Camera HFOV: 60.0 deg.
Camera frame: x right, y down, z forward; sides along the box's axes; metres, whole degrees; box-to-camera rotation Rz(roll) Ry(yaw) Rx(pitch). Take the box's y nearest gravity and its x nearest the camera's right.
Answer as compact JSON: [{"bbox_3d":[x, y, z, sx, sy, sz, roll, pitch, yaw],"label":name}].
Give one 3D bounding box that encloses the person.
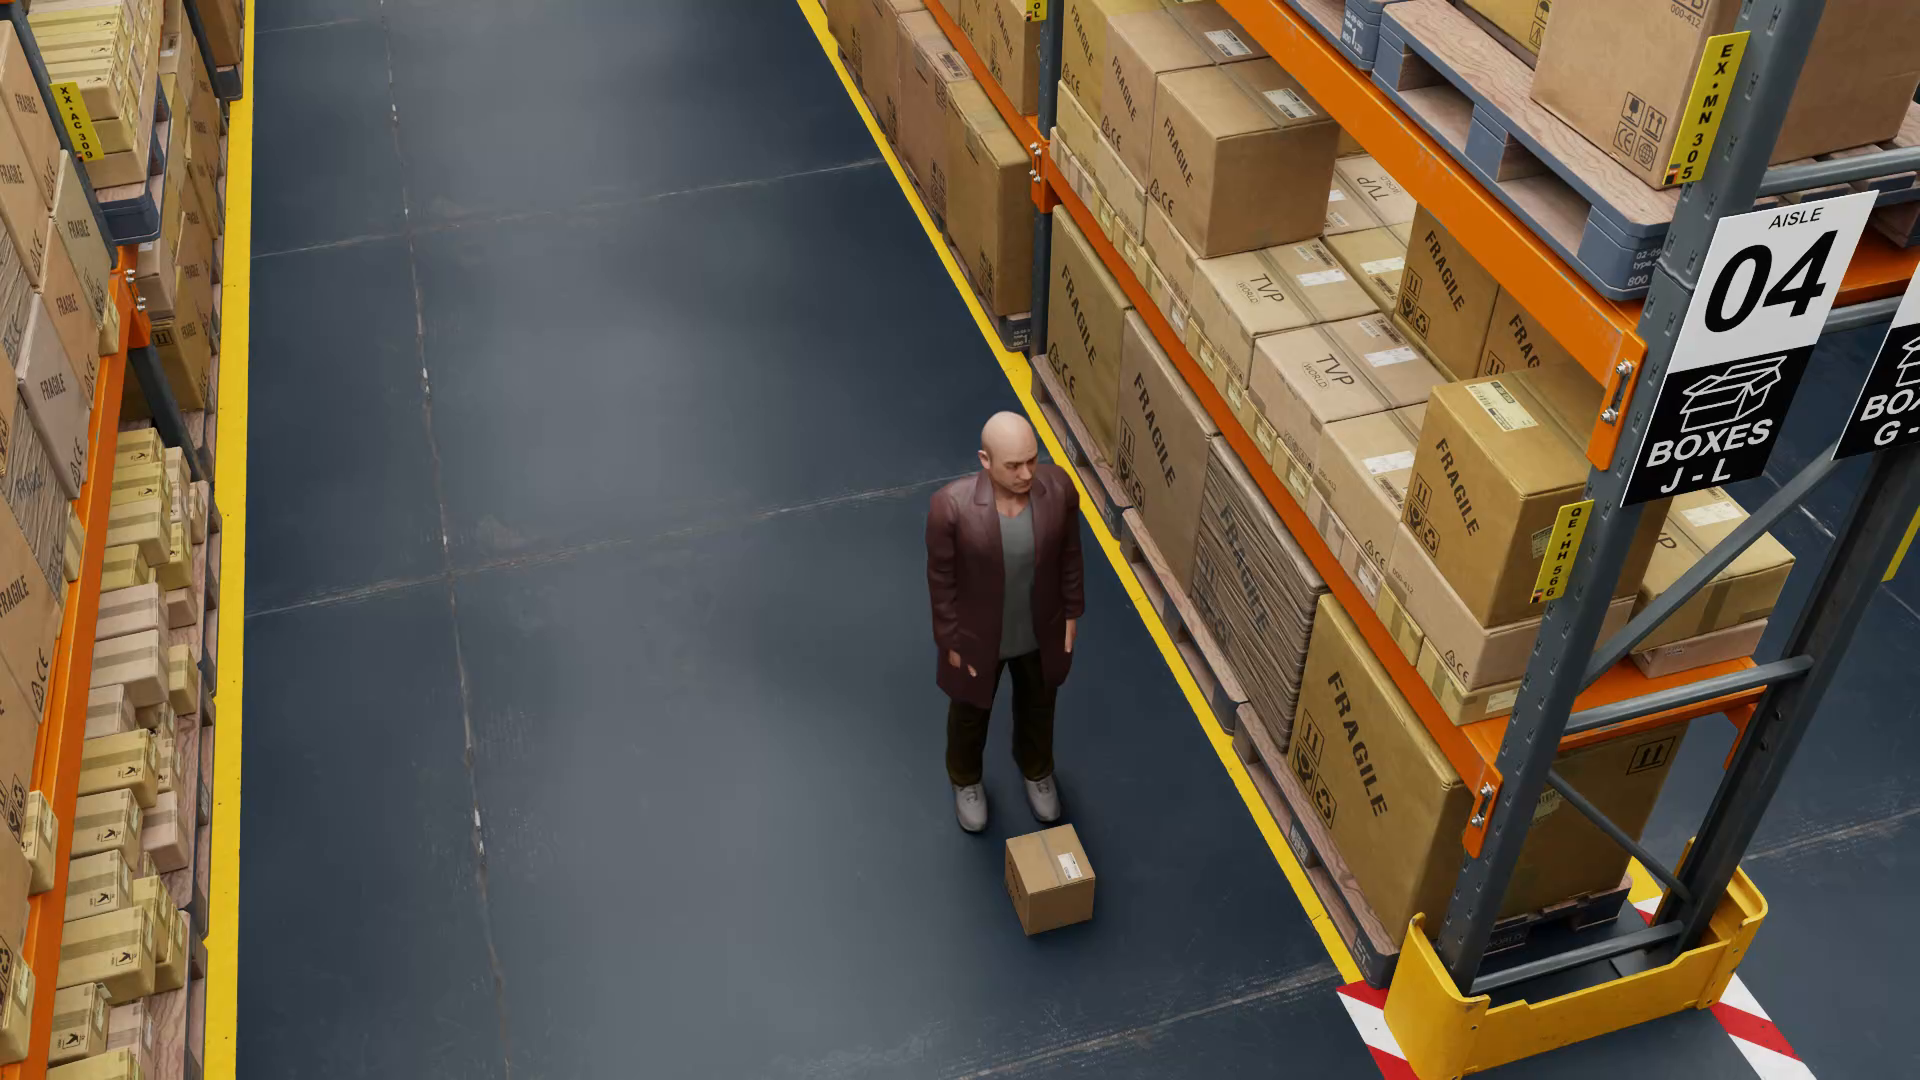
[{"bbox_3d":[0.175,0.313,5.814,0.562,1.782,0.405,-11,43,-12],"label":"person"}]
